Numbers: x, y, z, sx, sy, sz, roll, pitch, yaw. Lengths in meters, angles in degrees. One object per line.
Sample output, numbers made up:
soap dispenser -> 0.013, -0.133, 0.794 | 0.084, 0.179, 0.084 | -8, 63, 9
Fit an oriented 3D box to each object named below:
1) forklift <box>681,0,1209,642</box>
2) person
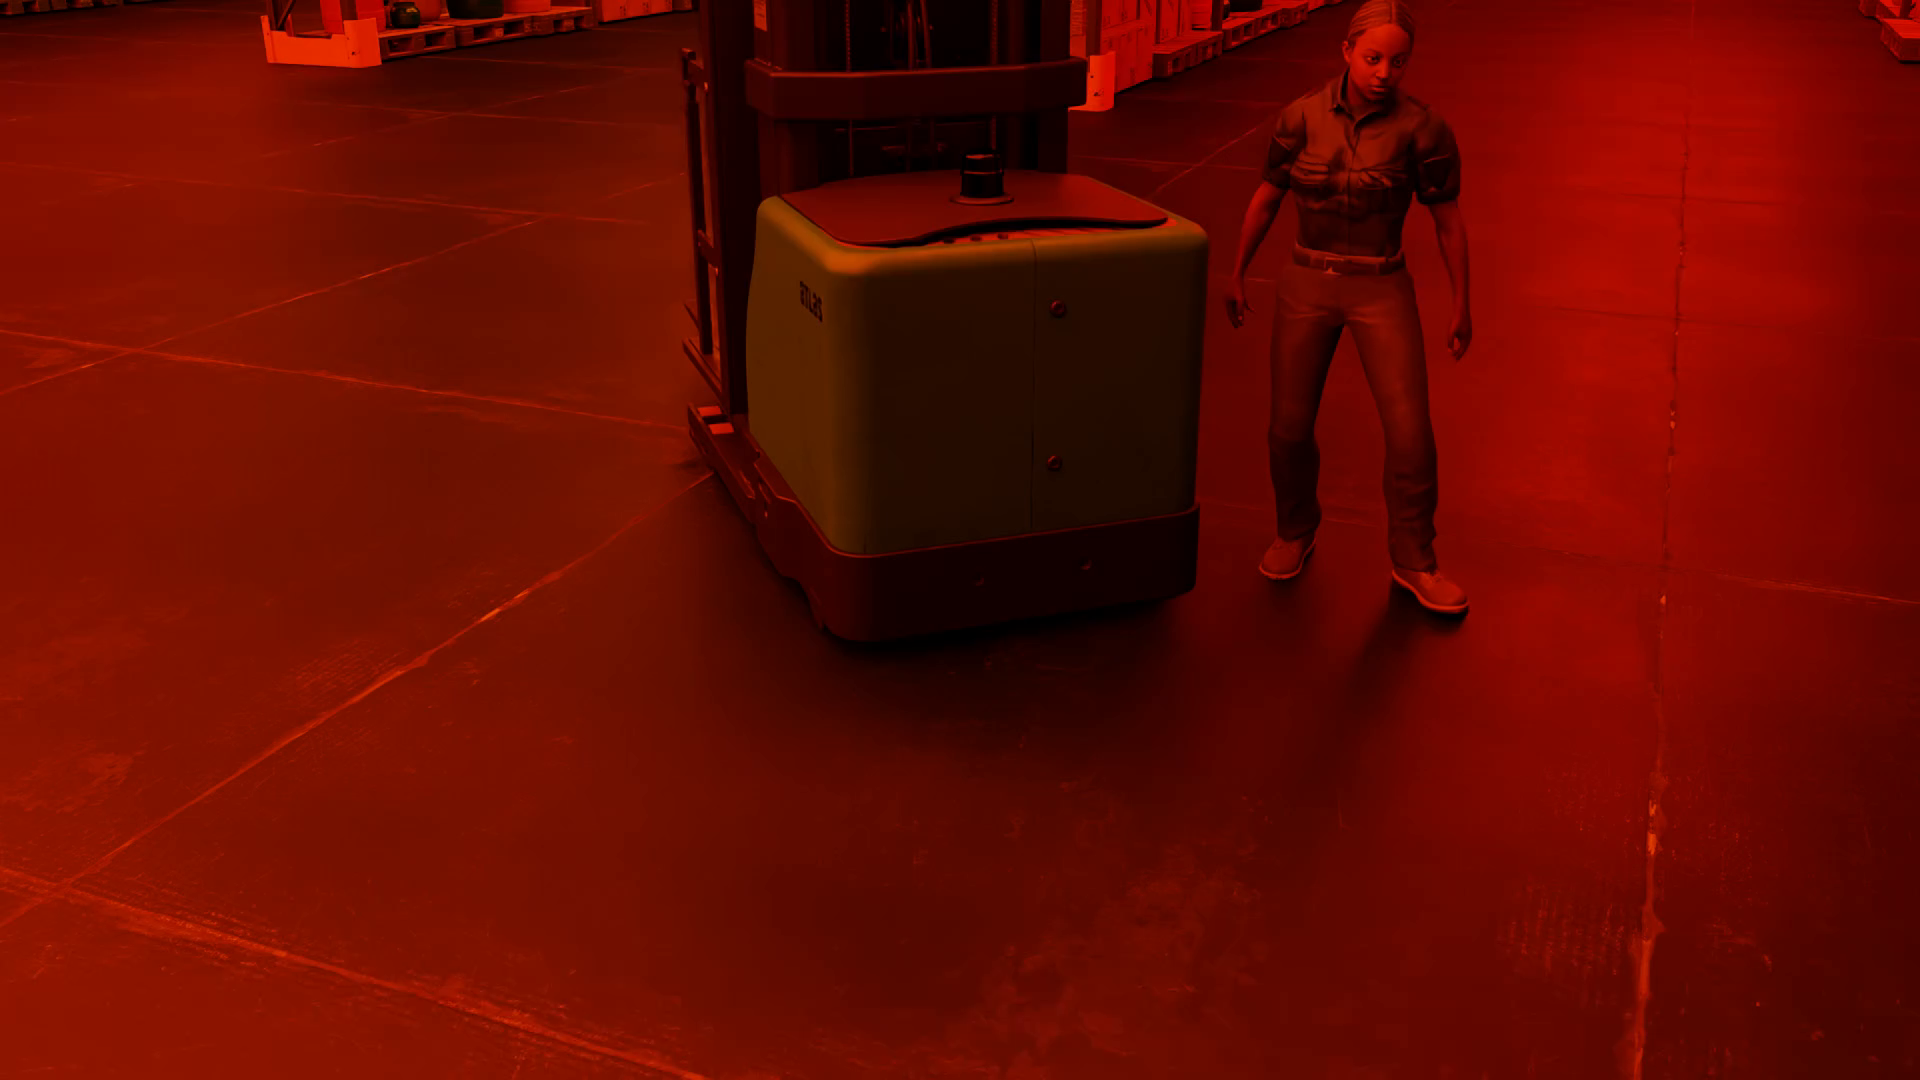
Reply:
forklift -> -0.313, -1.629, 5.191 | 1.130, 2.935, 3.031 | -8, 24, -18
person -> 1.090, -0.639, 4.538 | 0.791, 1.628, 0.385 | 10, 25, 22
